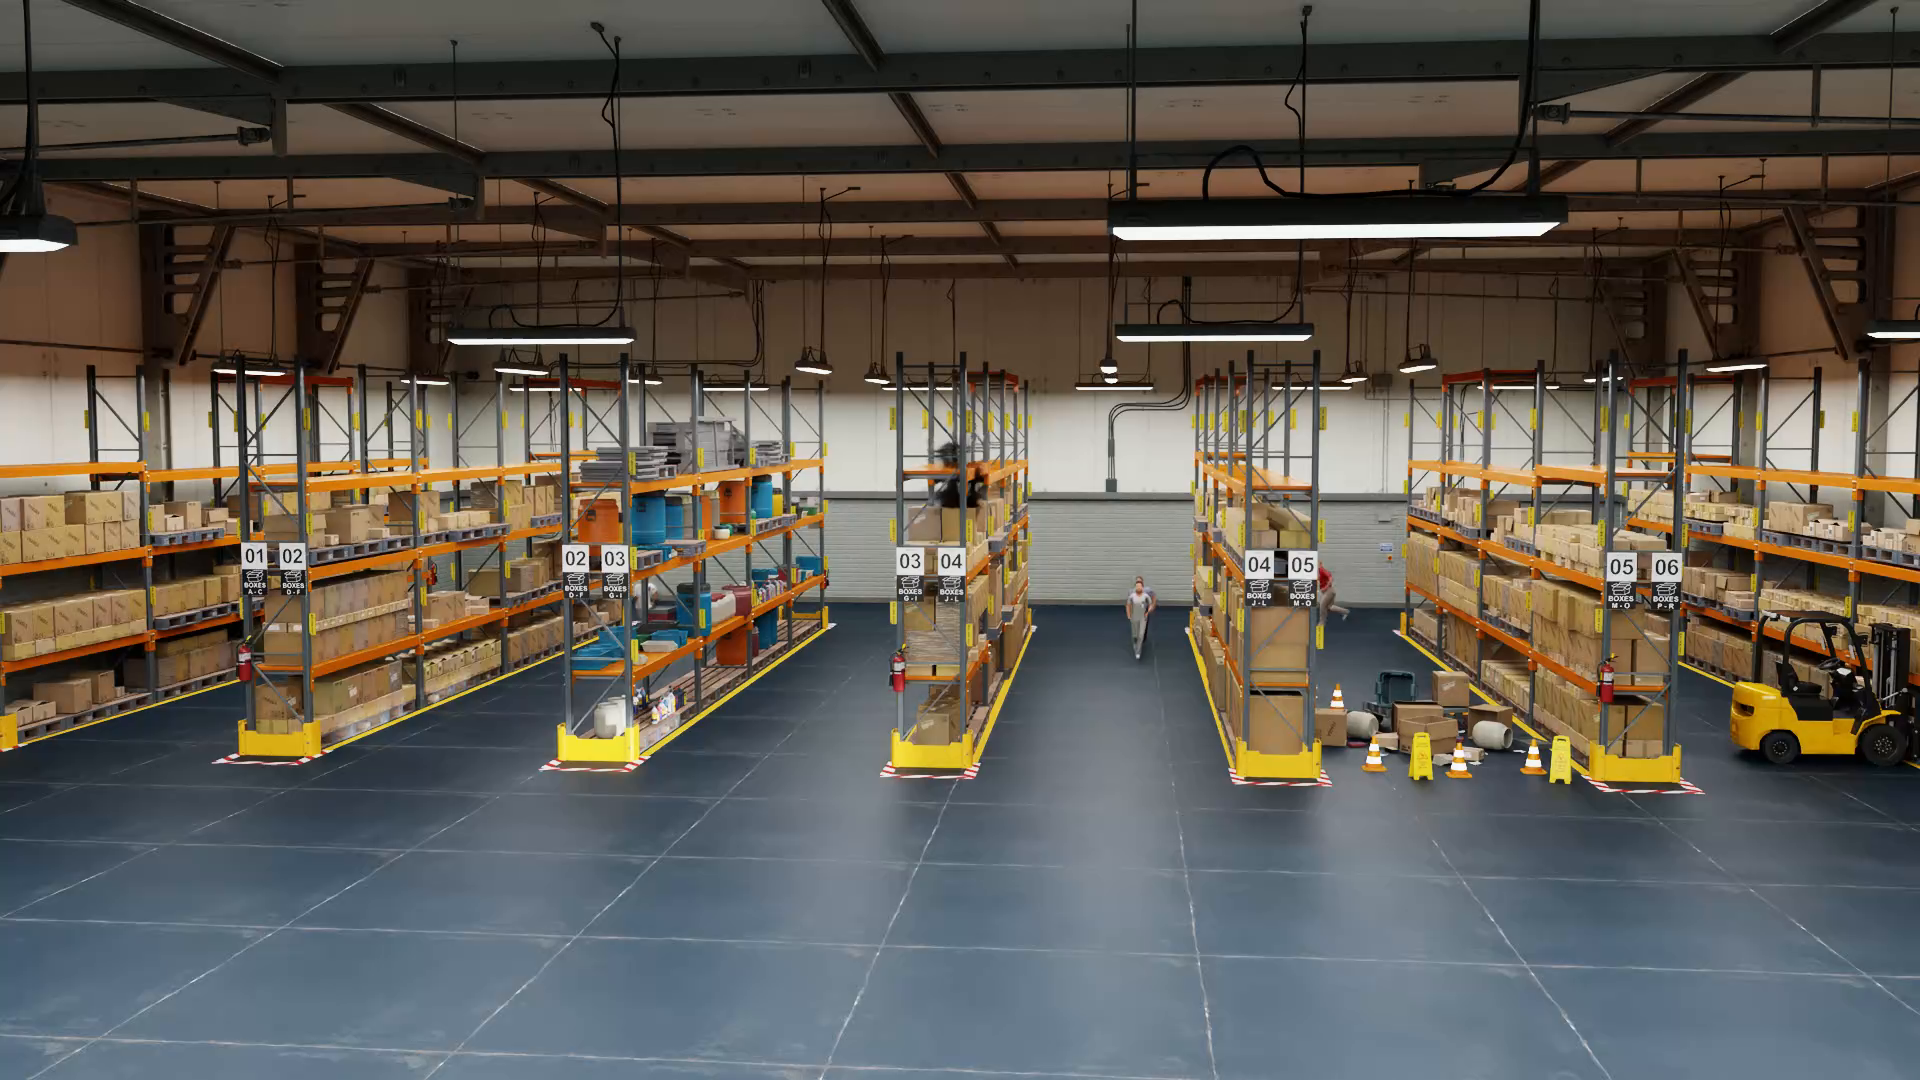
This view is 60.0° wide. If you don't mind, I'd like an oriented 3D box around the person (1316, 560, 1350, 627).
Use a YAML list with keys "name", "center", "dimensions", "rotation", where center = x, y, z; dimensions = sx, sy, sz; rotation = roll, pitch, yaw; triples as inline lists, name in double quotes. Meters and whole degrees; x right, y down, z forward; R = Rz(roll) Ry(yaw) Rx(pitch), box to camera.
- name: "person"
  center: [9.059, 1.324, 40.502]
  dimensions: [0.920, 1.684, 0.668]
  rotation: [0, 4, -3]

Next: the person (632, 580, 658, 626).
- name: "person"
  center: [-7.005, 1.551, 36.865]
  dimensions: [0.554, 1.751, 0.746]
  rotation: [0, 4, 1]

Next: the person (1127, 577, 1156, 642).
- name: "person"
  center: [3.991, 1.608, 36.677]
  dimensions: [0.640, 1.609, 0.610]
  rotation: [1, 4, 13]

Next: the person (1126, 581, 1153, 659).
- name: "person"
  center: [3.819, 1.684, 35.428]
  dimensions: [0.572, 1.631, 0.636]
  rotation: [0, 4, 7]
